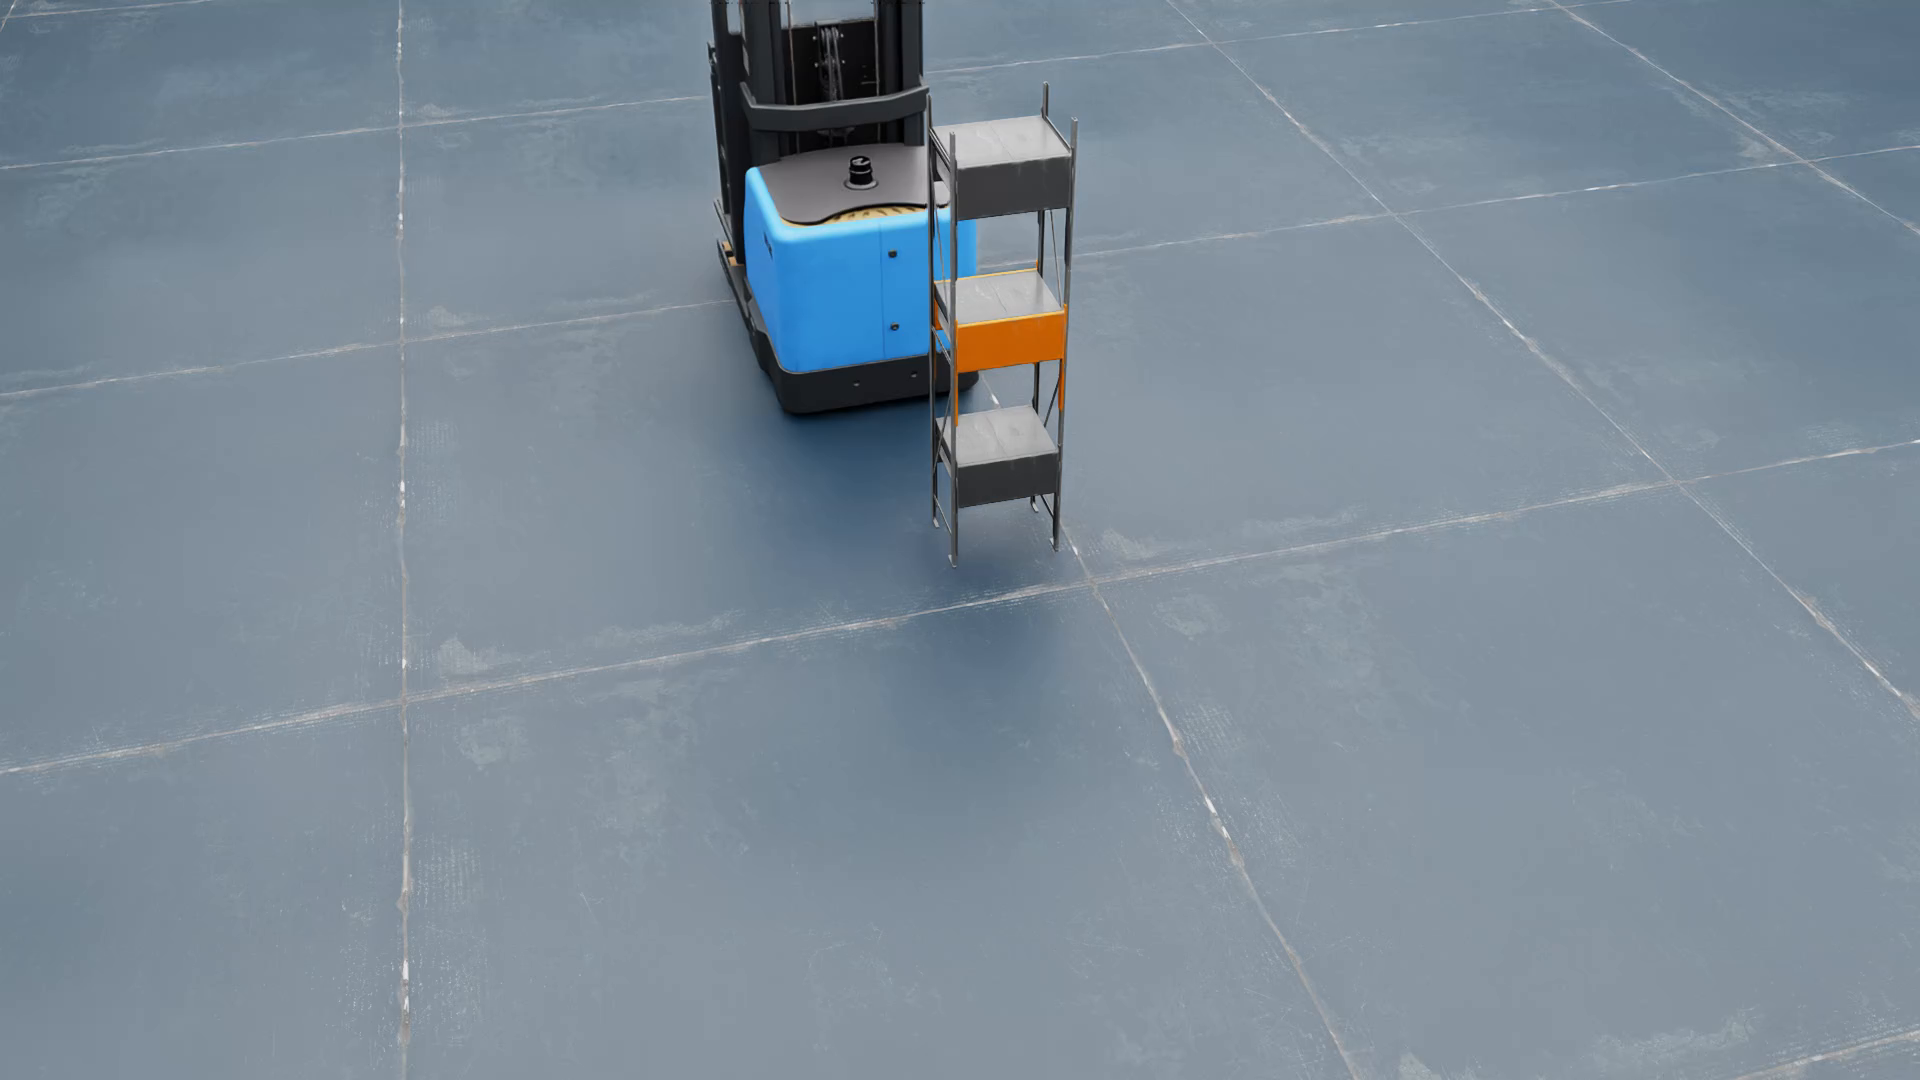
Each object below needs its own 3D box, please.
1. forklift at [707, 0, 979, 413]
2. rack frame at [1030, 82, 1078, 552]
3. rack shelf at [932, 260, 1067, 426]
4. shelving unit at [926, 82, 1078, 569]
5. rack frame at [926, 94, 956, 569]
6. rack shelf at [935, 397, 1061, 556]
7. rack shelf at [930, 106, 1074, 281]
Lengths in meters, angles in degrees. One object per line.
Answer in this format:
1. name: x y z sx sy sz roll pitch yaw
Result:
1. forklift: -0.801 -2.708 8.878 1.130 2.935 3.031 -10 39 -13
2. rack frame: 0.395 -0.899 7.197 0.015 2.100 0.400 -9 38 -12
3. rack shelf: 0.160 -0.849 7.155 0.480 0.518 0.431 -9 38 -12
4. shelving unit: 0.160 -0.860 7.146 0.503 2.100 0.431 -9 38 -12
5. rack frame: -0.076 -0.822 7.096 0.015 2.100 0.400 -9 38 -12
6. rack shelf: 0.160 -0.293 7.580 0.480 0.518 0.431 -9 38 -12
7. rack shelf: 0.160 -1.405 6.729 0.480 0.518 0.431 -9 38 -12
